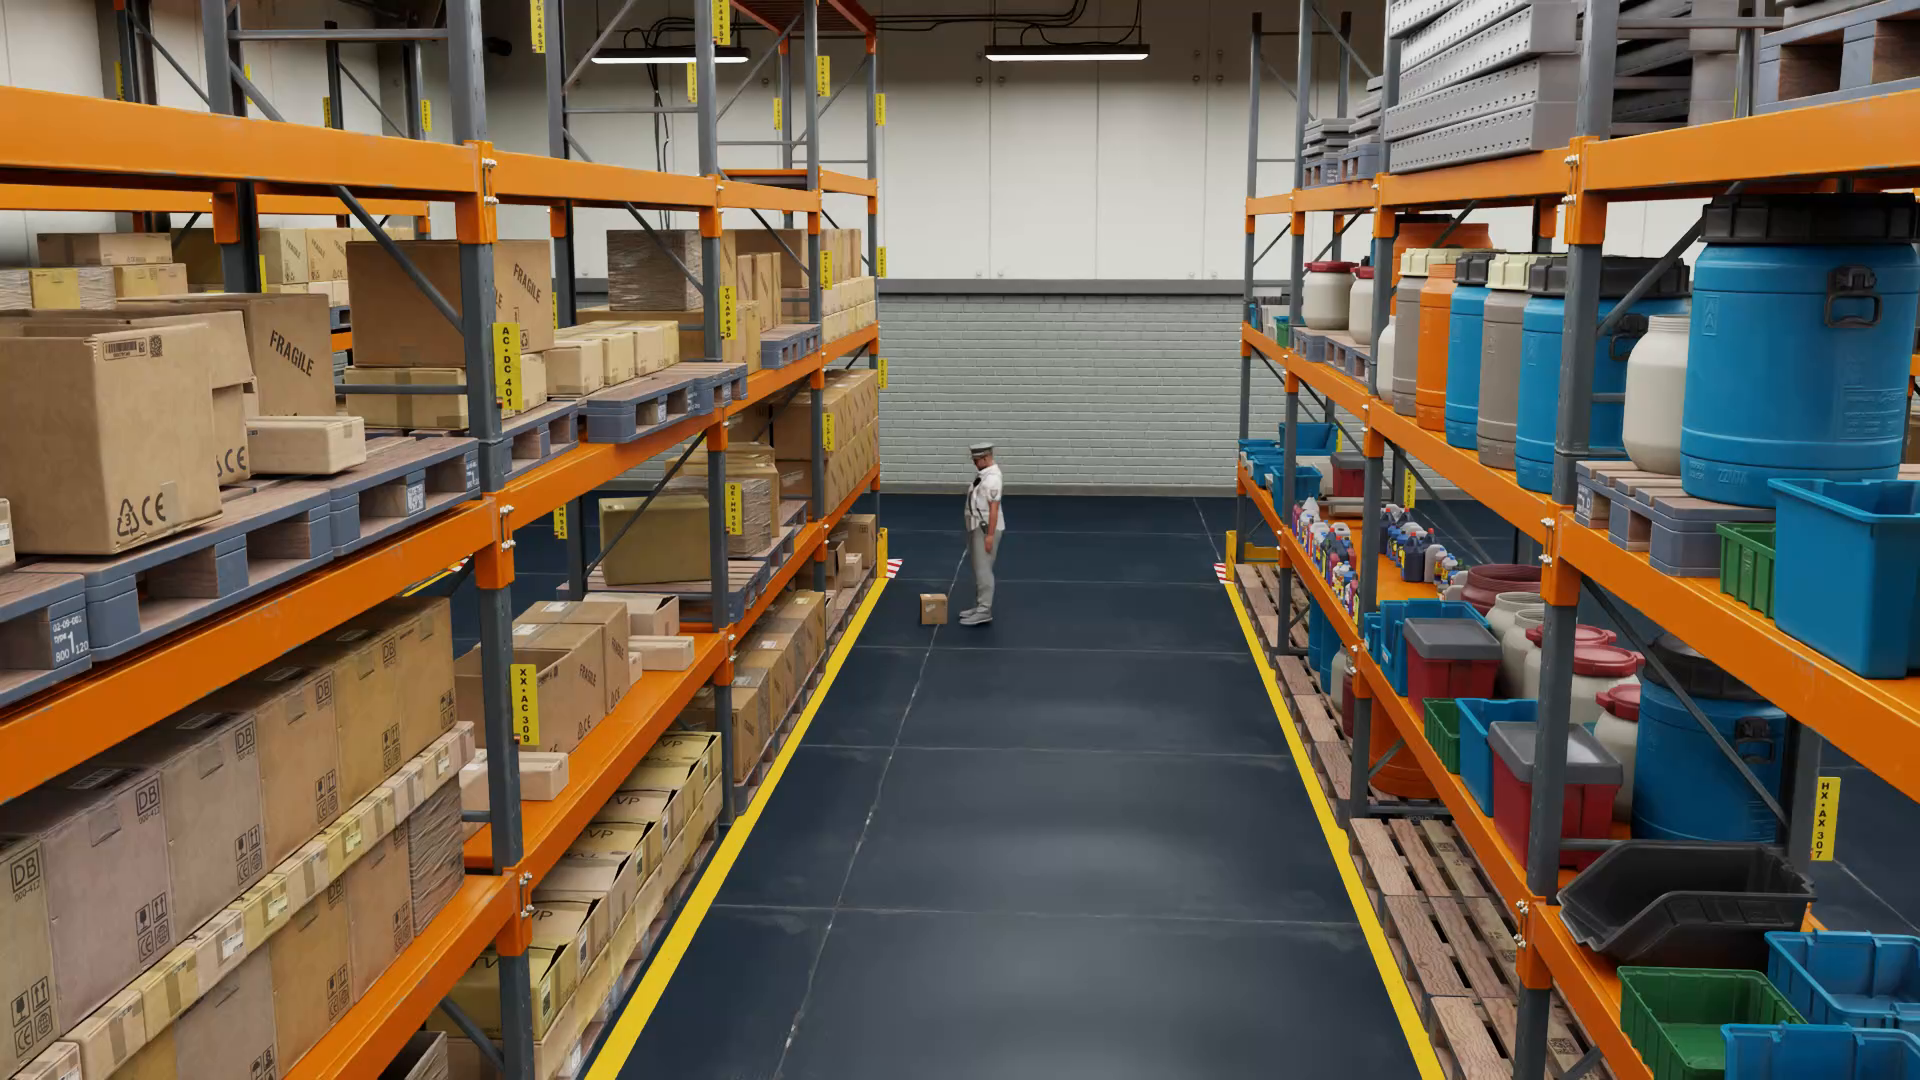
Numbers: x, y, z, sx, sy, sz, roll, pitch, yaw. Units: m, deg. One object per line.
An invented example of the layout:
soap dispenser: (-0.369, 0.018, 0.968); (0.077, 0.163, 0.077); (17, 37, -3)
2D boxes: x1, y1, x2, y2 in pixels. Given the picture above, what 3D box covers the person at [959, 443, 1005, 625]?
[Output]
person: (0.205, -0.078, 16.259); (0.457, 1.752, 0.546); (-1, 11, -5)
